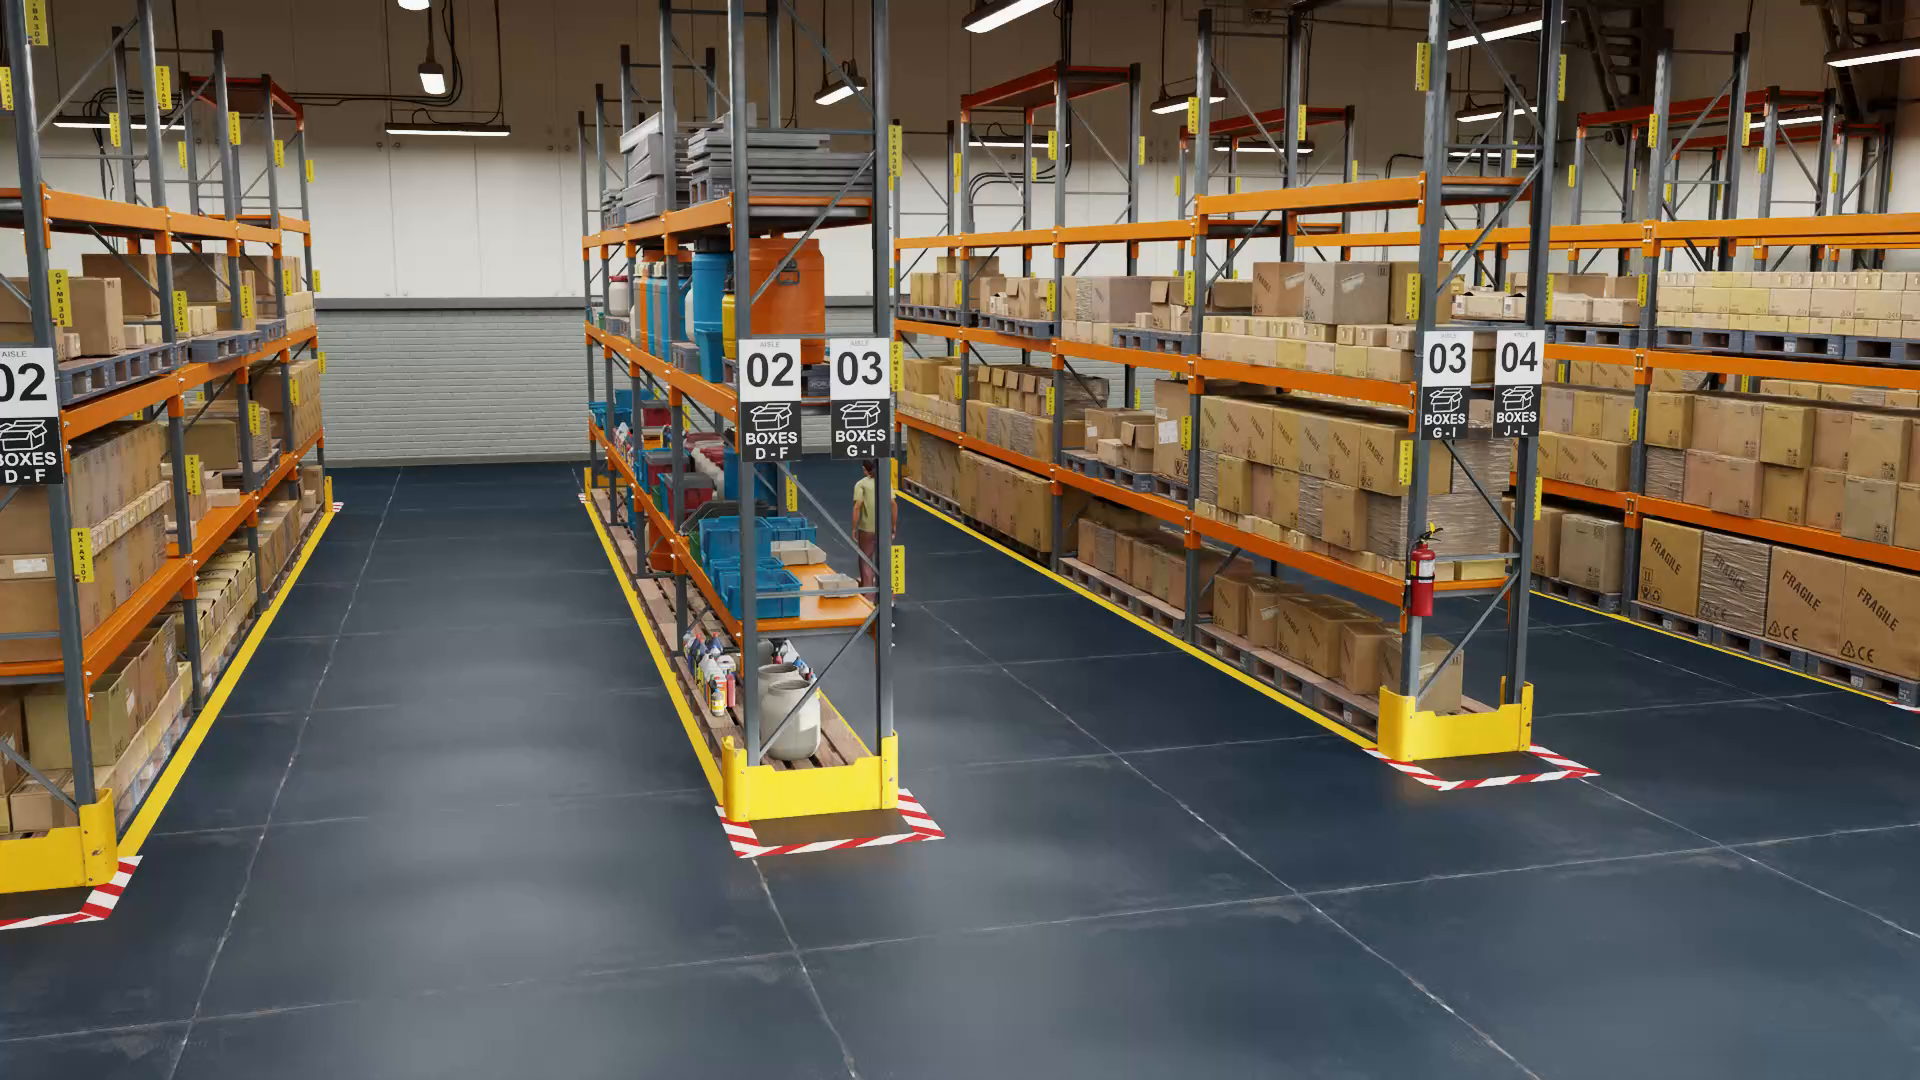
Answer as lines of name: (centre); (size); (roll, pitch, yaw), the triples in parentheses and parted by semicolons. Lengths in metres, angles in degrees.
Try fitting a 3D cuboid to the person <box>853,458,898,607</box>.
person: (-0.919, -0.103, 18.005); (0.500, 1.673, 0.353); (-3, 10, -16)
